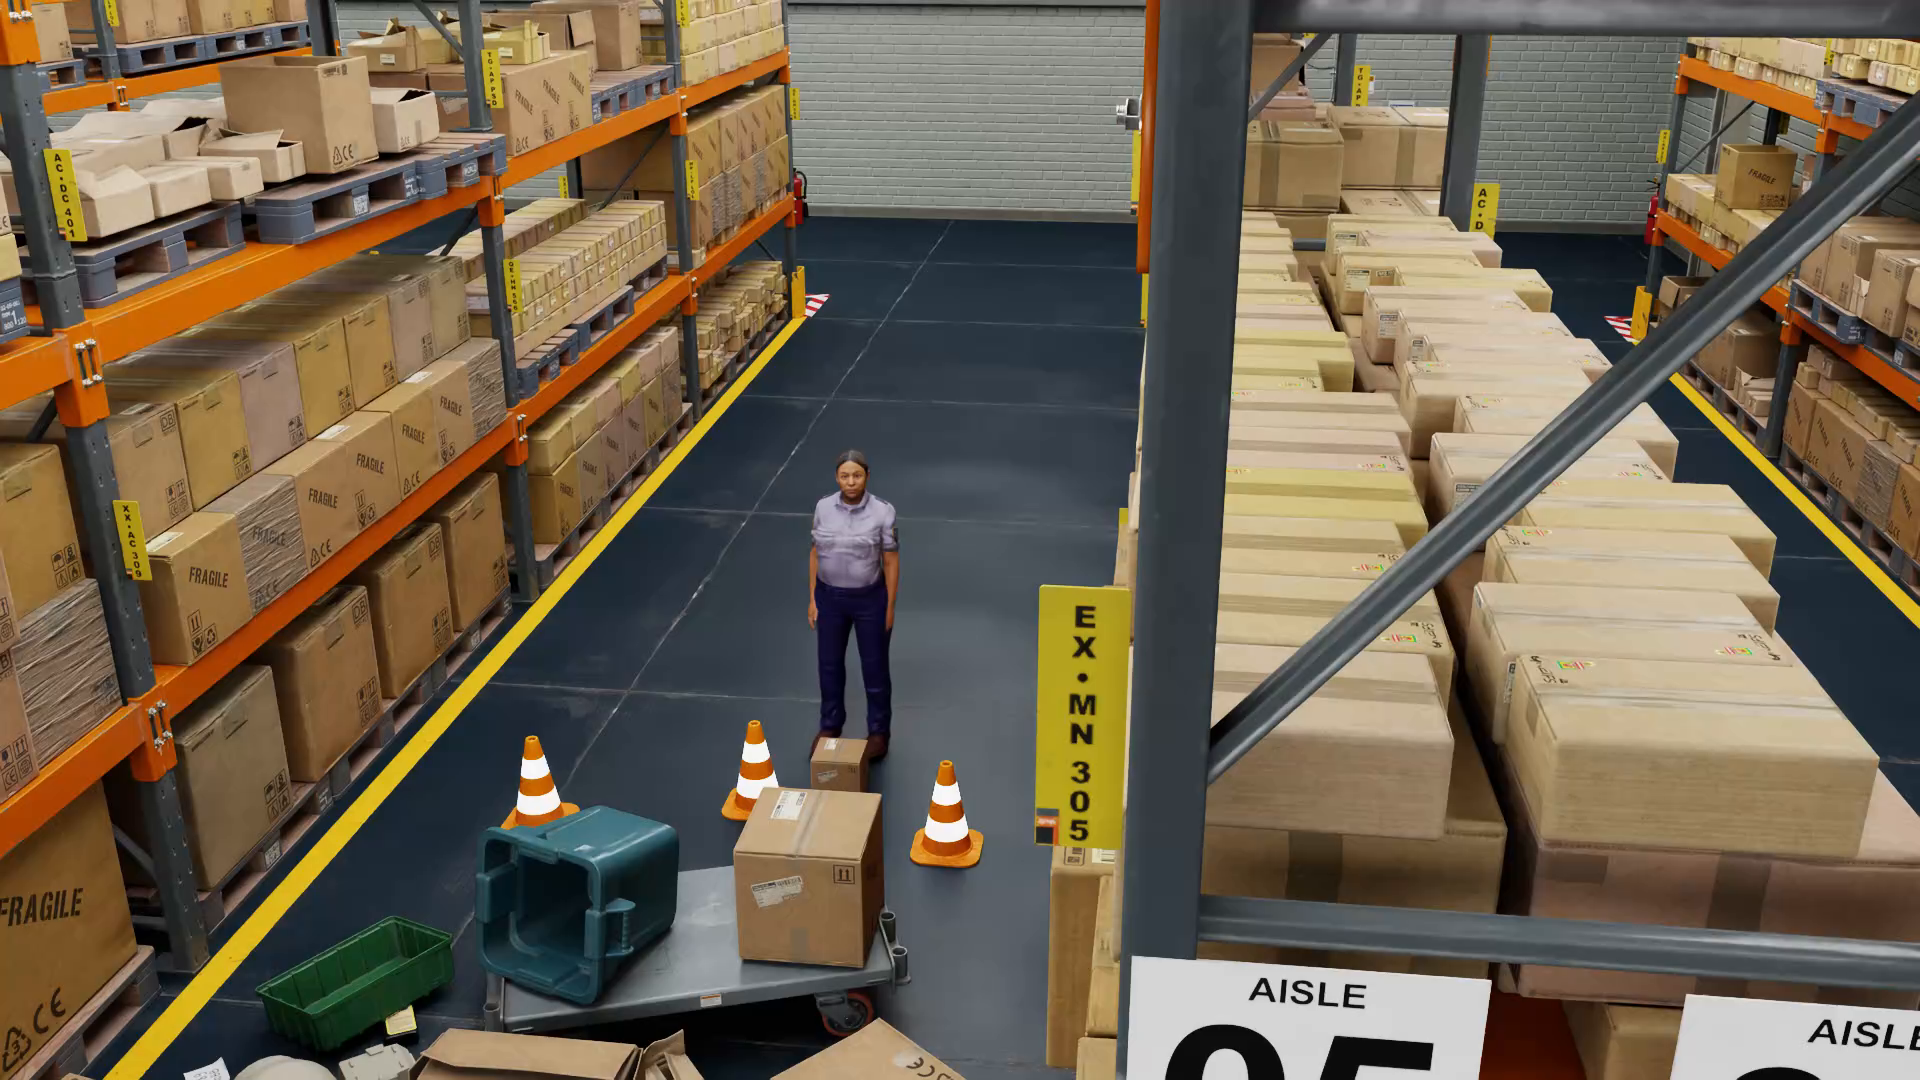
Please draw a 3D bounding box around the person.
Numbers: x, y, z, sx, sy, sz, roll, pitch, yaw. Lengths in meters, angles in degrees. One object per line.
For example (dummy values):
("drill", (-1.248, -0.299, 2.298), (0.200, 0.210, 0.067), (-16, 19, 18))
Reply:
("person", (-0.557, 0.339, 8.669), (0.478, 1.655, 0.366), (5, 22, 12))
